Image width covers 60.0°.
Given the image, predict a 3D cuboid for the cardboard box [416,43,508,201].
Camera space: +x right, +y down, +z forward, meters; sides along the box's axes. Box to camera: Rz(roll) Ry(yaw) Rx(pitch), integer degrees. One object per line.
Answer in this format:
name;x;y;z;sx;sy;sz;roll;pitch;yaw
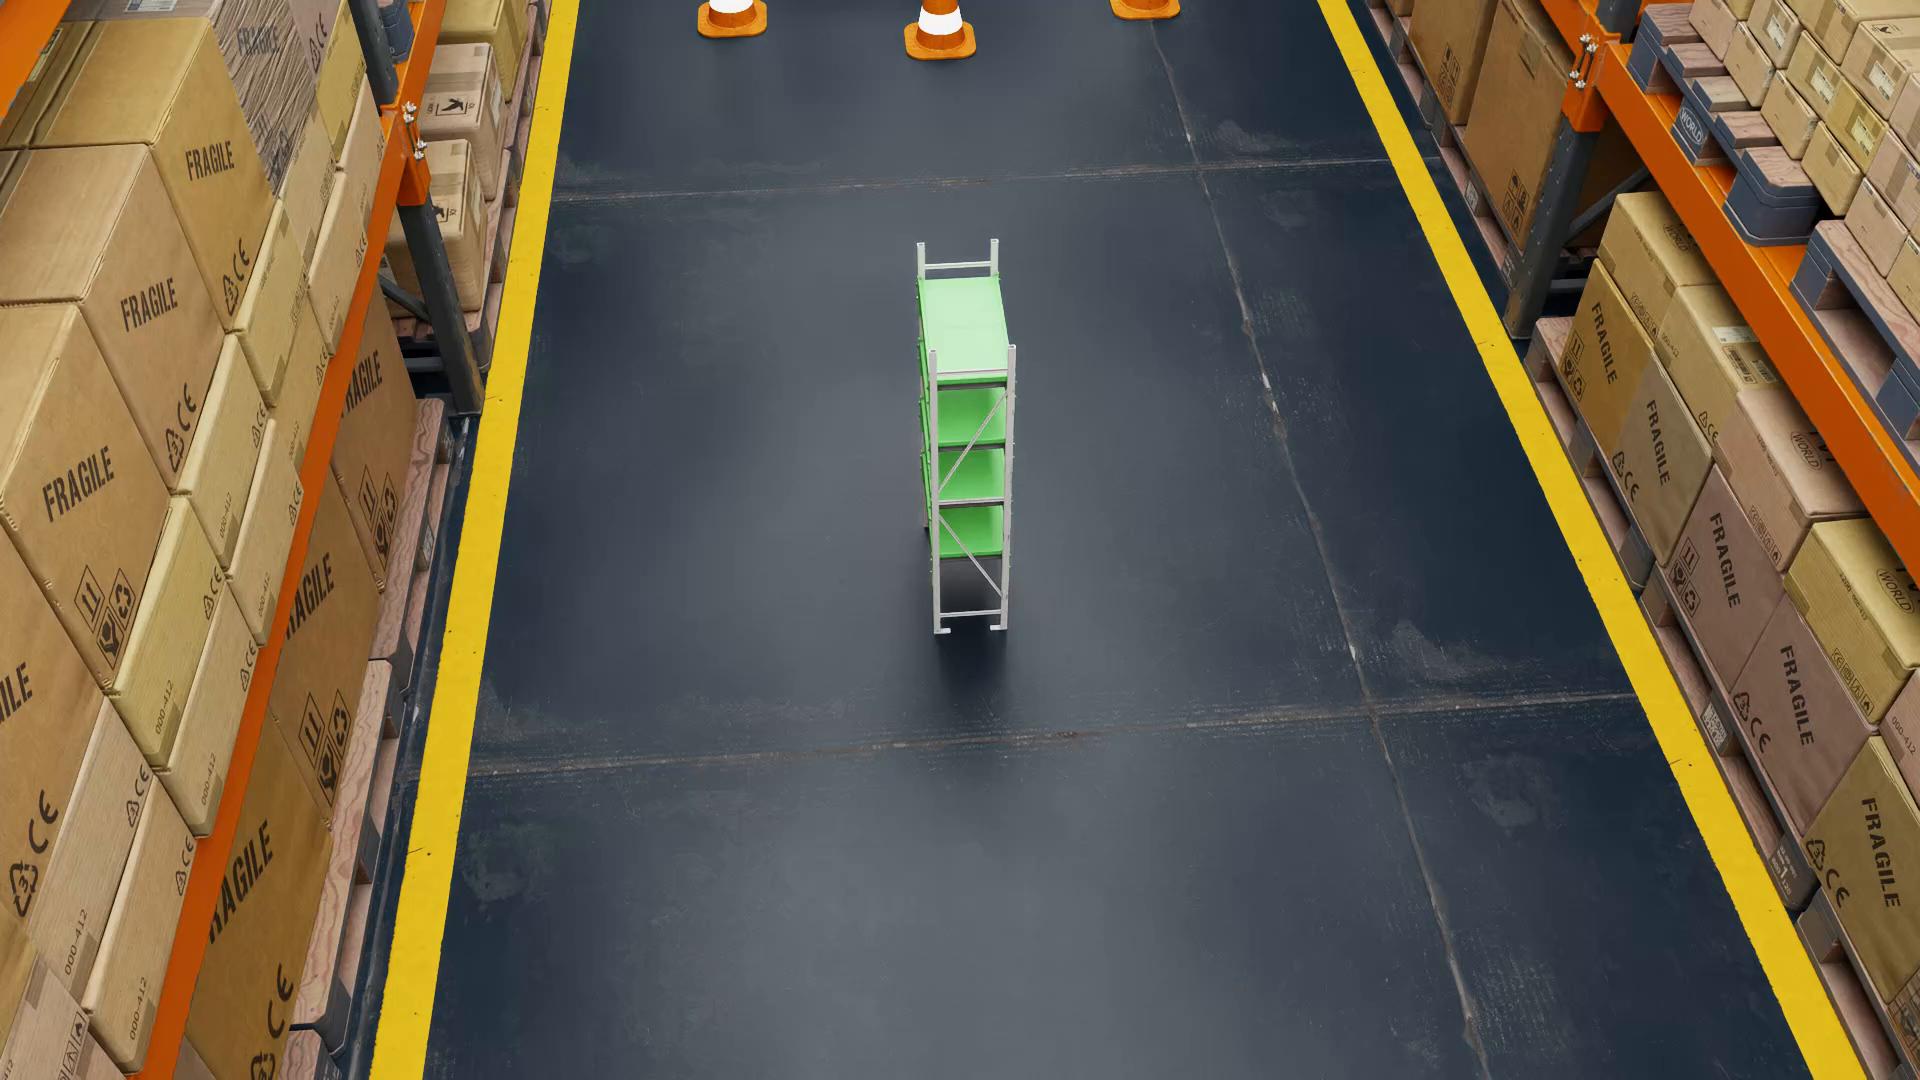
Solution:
cardboard box;-2.389;-1.690;6.806;0.950;0.372;0.625;-4;47;-4

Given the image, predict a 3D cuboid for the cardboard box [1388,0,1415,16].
cardboard box;2.526;-3.004;7.789;1.050;0.750;0.750;-3;47;-3

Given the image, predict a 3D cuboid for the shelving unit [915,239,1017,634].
shelving unit;0.014;-0.293;5.201;0.258;1.200;0.503;-3;47;-3

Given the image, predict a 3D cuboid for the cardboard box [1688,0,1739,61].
cardboard box;2.479;-1.603;5.086;0.380;0.149;0.250;-4;47;-4

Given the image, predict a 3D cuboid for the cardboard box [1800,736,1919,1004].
cardboard box;2.622;0.837;4.324;0.500;0.500;0.500;-4;47;-4

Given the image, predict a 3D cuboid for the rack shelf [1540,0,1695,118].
rack shelf;2.475;-3.080;7.097;1.077;0.370;4.000;-3;47;-3

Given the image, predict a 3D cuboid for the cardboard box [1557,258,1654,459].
cardboard box;2.448;-0.638;5.721;0.500;0.500;0.500;-5;47;-5

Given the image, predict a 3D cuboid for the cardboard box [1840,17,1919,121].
cardboard box;2.551;-1.233;4.326;0.380;0.149;0.250;-5;47;-5

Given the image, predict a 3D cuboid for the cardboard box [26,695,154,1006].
cardboard box;-1.774;0.556;2.916;0.500;0.250;0.500;-3;47;-3

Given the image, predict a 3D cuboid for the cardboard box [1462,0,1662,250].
cardboard box;2.681;-1.698;6.552;1.050;0.750;0.750;-4;47;-4

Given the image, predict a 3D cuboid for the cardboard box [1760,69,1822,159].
cardboard box;2.524;-1.213;4.717;0.380;0.149;0.250;-1;47;-1

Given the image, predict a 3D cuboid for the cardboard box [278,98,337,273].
cardboard box;-1.941;-0.921;4.316;0.500;0.250;0.500;-5;47;-4

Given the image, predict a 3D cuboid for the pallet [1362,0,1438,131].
pallet;2.553;-2.377;7.856;1.003;0.211;1.213;-3;47;-3

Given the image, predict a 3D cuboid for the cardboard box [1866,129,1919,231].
cardboard box;2.575;-0.927;4.241;0.380;0.149;0.250;-3;47;-3

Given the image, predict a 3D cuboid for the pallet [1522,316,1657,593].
pallet;2.706;-0.356;5.942;1.003;0.211;1.213;-3;47;-3

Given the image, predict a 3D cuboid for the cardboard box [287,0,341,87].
cardboard box;-1.978;-1.527;4.372;0.500;0.500;0.500;-5;47;-4

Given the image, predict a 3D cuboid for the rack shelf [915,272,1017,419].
rack shelf;0.014;-0.579;4.899;0.258;0.148;0.480;-3;47;-3

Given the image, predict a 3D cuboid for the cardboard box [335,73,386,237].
cardboard box;-1.981;-1.105;4.834;0.500;0.250;0.500;-5;47;-5

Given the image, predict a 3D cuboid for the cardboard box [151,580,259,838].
cardboard box;-1.793;0.358;3.448;0.500;0.250;0.500;-4;47;-4

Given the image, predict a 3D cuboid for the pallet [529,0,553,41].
pallet;-2.550;-2.879;8.331;1.003;0.211;1.213;-3;47;-3

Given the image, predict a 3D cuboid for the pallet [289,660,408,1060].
pallet;-2.192;0.908;4.745;1.003;0.211;1.213;-3;47;-3

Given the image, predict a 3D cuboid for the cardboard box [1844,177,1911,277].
cardboard box;2.573;-0.826;4.350;0.380;0.149;0.250;-2;47;-2

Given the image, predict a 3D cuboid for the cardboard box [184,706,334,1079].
cardboard box;-2.162;0.877;4.028;0.875;0.875;0.875;-2;47;-2

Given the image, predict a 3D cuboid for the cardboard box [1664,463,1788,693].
cardboard box;2.541;0.096;5.025;0.500;0.500;0.500;-5;47;-4

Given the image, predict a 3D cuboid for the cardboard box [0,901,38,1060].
cardboard box;-1.697;0.673;2.289;0.500;0.500;0.500;-3;47;-3

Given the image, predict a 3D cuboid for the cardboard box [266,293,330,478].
cardboard box;-1.896;-0.371;4.139;0.500;0.250;0.500;-4;47;-4

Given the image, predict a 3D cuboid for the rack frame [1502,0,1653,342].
rack frame;2.642;-1.881;5.465;1.000;3.000;0.127;-3;47;-3

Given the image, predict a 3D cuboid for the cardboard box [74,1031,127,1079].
cardboard box;-1.721;1.105;2.741;0.500;0.250;0.500;-4;47;-4

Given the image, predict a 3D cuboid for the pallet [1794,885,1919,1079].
pallet;2.911;1.409;4.270;1.003;0.211;1.213;-3;47;-3

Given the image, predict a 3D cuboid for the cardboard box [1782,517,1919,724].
cardboard box;2.575;0.193;4.417;0.500;0.250;0.500;-5;47;-5

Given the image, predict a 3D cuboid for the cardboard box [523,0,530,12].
cardboard box;-2.507;-2.742;7.802;0.950;0.372;0.625;-1;47;-1

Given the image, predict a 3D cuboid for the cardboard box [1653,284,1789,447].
cardboard box;2.501;-0.543;5.114;0.500;0.250;0.500;-4;47;-4

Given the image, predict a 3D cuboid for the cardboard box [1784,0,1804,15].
cardboard box;2.513;-1.603;4.676;0.380;0.149;0.250;-5;47;-4

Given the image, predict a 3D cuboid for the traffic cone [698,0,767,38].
traffic cone;-1.118;-2.716;8.004;0.336;0.463;0.334;-3;47;-3

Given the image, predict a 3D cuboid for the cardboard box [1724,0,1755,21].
cardboard box;2.483;-1.679;4.953;0.380;0.149;0.250;-2;47;-2

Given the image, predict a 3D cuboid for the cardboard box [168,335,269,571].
cardboard box;-1.834;-0.176;3.610;0.500;0.250;0.500;-5;47;-4

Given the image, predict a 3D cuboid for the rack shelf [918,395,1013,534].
rack shelf;0.014;-0.249;5.247;0.258;0.148;0.480;-3;47;-3

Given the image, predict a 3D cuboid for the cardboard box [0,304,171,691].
cardboard box;-1.807;-0.056;2.980;0.500;0.500;0.500;-5;47;-4

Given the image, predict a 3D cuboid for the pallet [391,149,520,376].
pallet;-2.346;-1.113;6.659;1.003;0.211;1.213;-3;47;-3

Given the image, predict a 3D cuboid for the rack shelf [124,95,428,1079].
rack shelf;-2.114;0.188;4.002;1.077;0.370;4.000;-3;47;-3

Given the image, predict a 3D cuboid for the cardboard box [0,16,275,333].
cardboard box;-1.892;-0.796;3.681;0.500;0.500;0.500;-3;47;-3

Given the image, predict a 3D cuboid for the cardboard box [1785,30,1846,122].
cardboard box;2.533;-1.290;4.585;0.380;0.149;0.250;-5;47;-5

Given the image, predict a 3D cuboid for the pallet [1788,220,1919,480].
pallet;2.849;-0.385;4.181;1.003;0.211;1.213;-3;47;-3

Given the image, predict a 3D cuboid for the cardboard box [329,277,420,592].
cardboard box;-2.307;-0.416;5.252;0.875;0.875;0.875;-4;47;-4

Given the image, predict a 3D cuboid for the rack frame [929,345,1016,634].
rack frame;0.034;-0.116;5.034;0.240;1.200;0.015;-3;47;-3
